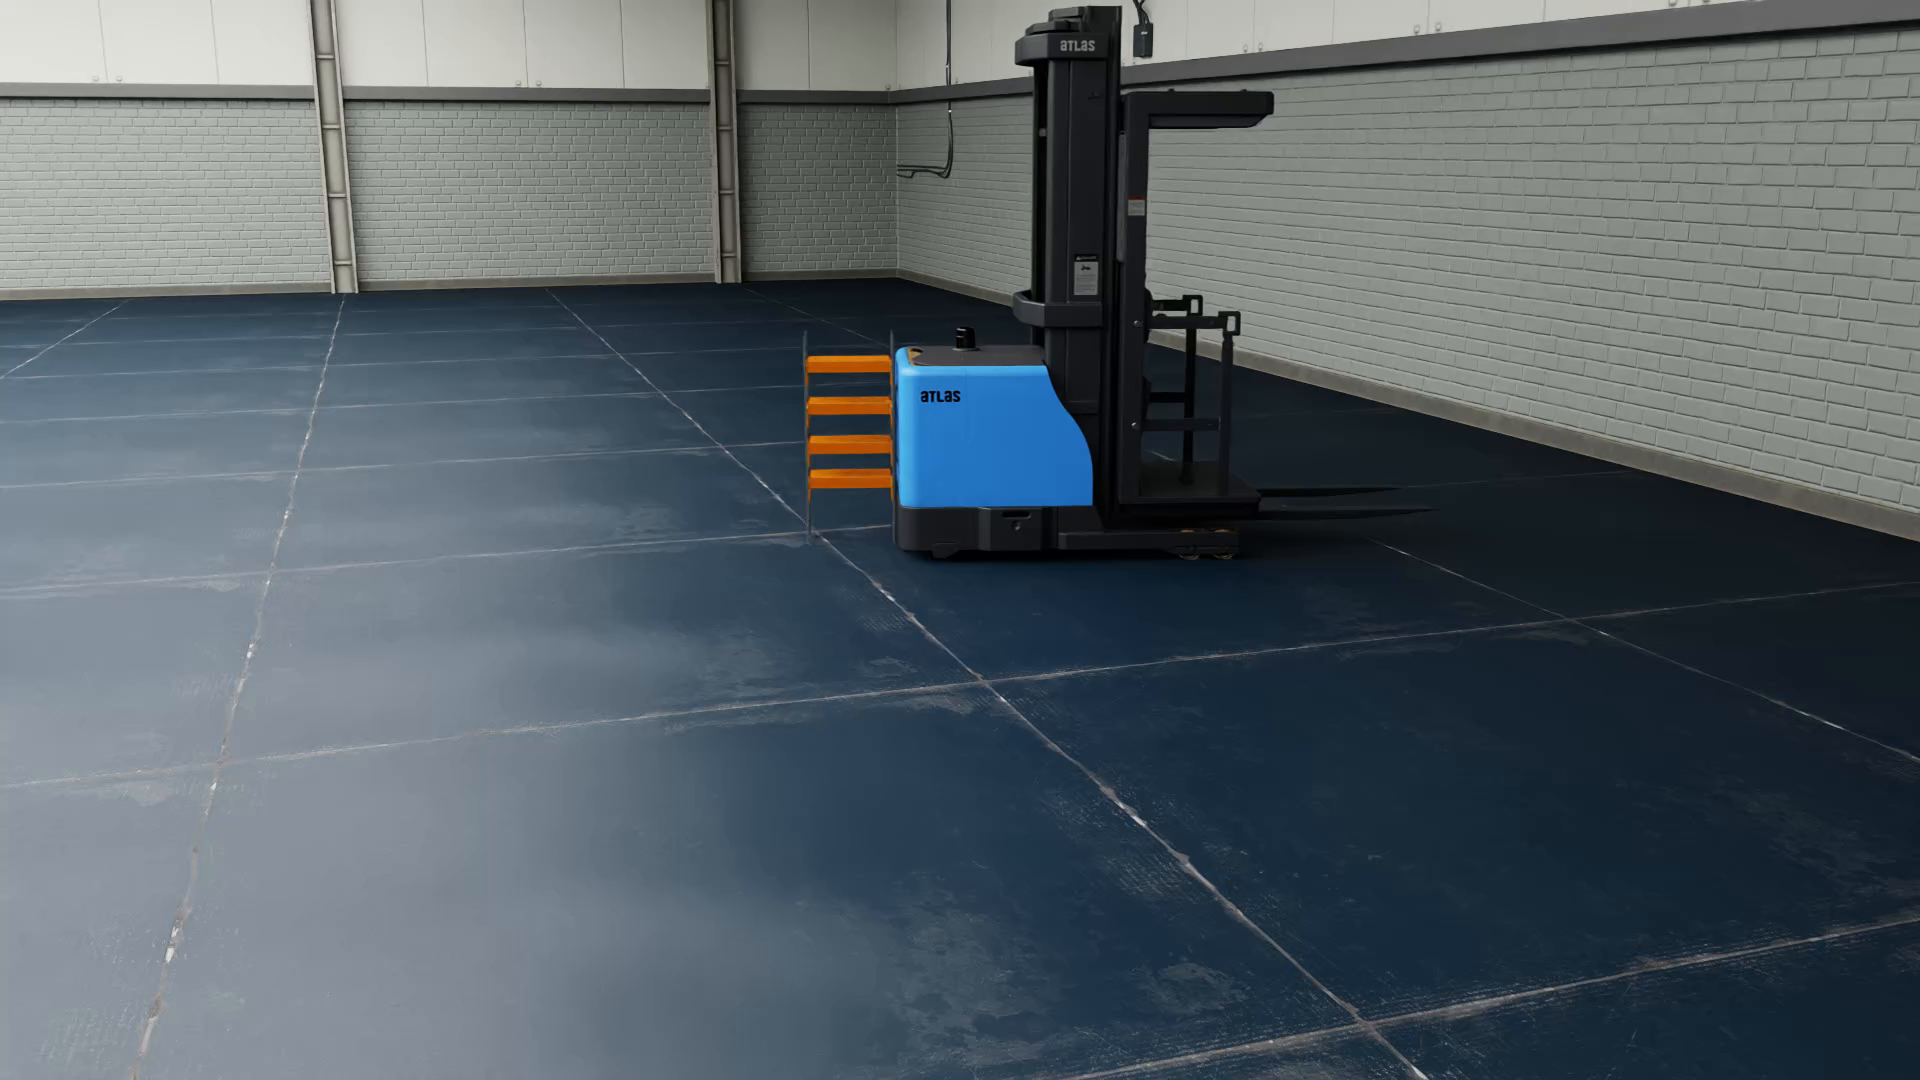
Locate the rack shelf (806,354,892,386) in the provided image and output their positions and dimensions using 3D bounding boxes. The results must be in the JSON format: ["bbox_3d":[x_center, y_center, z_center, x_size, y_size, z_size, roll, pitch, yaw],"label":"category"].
[{"bbox_3d":[-0.627,-0.962,9.397,0.480,0.148,0.258,-1,13,-4],"label":"rack shelf"}]

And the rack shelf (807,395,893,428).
[{"bbox_3d":[-0.627,-0.732,9.452,0.480,0.148,0.258,-1,13,-4],"label":"rack shelf"}]

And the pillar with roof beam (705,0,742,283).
[{"bbox_3d":[-2.486,-7.726,22.677,0.400,9.000,9.100,-4,14,-18],"label":"pillar with roof beam"}]

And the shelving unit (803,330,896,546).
[{"bbox_3d":[-0.627,-0.580,9.488,0.503,1.200,0.258,-1,13,-4],"label":"shelving unit"}]

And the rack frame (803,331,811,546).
[{"bbox_3d":[-0.871,-0.576,9.474,0.015,1.200,0.240,-1,13,-4],"label":"rack frame"}]

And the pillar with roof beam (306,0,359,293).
[{"bbox_3d":[-8.172,-7.283,20.815,0.400,9.000,9.100,-4,14,-18],"label":"pillar with roof beam"}]

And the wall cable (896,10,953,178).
[{"bbox_3d":[-0.645,-7.087,26.700,0.112,2.526,3.097,-4,14,-18],"label":"wall cable"}]

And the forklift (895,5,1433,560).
[{"bbox_3d":[1.146,-1.437,9.350,3.031,2.935,1.130,-1,13,-4],"label":"forklift"}]

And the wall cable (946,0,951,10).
[{"bbox_3d":[0.218,-8.951,23.622,0.112,2.526,3.097,-4,14,-18],"label":"wall cable"}]

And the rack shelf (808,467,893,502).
[{"bbox_3d":[-0.627,-0.321,9.550,0.480,0.148,0.258,-1,13,-4],"label":"rack shelf"}]

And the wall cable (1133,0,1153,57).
[{"bbox_3d":[2.368,-8.169,17.189,0.169,6.003,2.305,-4,14,-18],"label":"wall cable"}]

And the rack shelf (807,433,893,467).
[{"bbox_3d":[-0.627,-0.515,9.504,0.480,0.148,0.258,-1,13,-4],"label":"rack shelf"}]

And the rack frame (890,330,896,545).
[{"bbox_3d":[-0.383,-0.584,9.503,0.015,1.200,0.240,-1,13,-4],"label":"rack frame"}]
